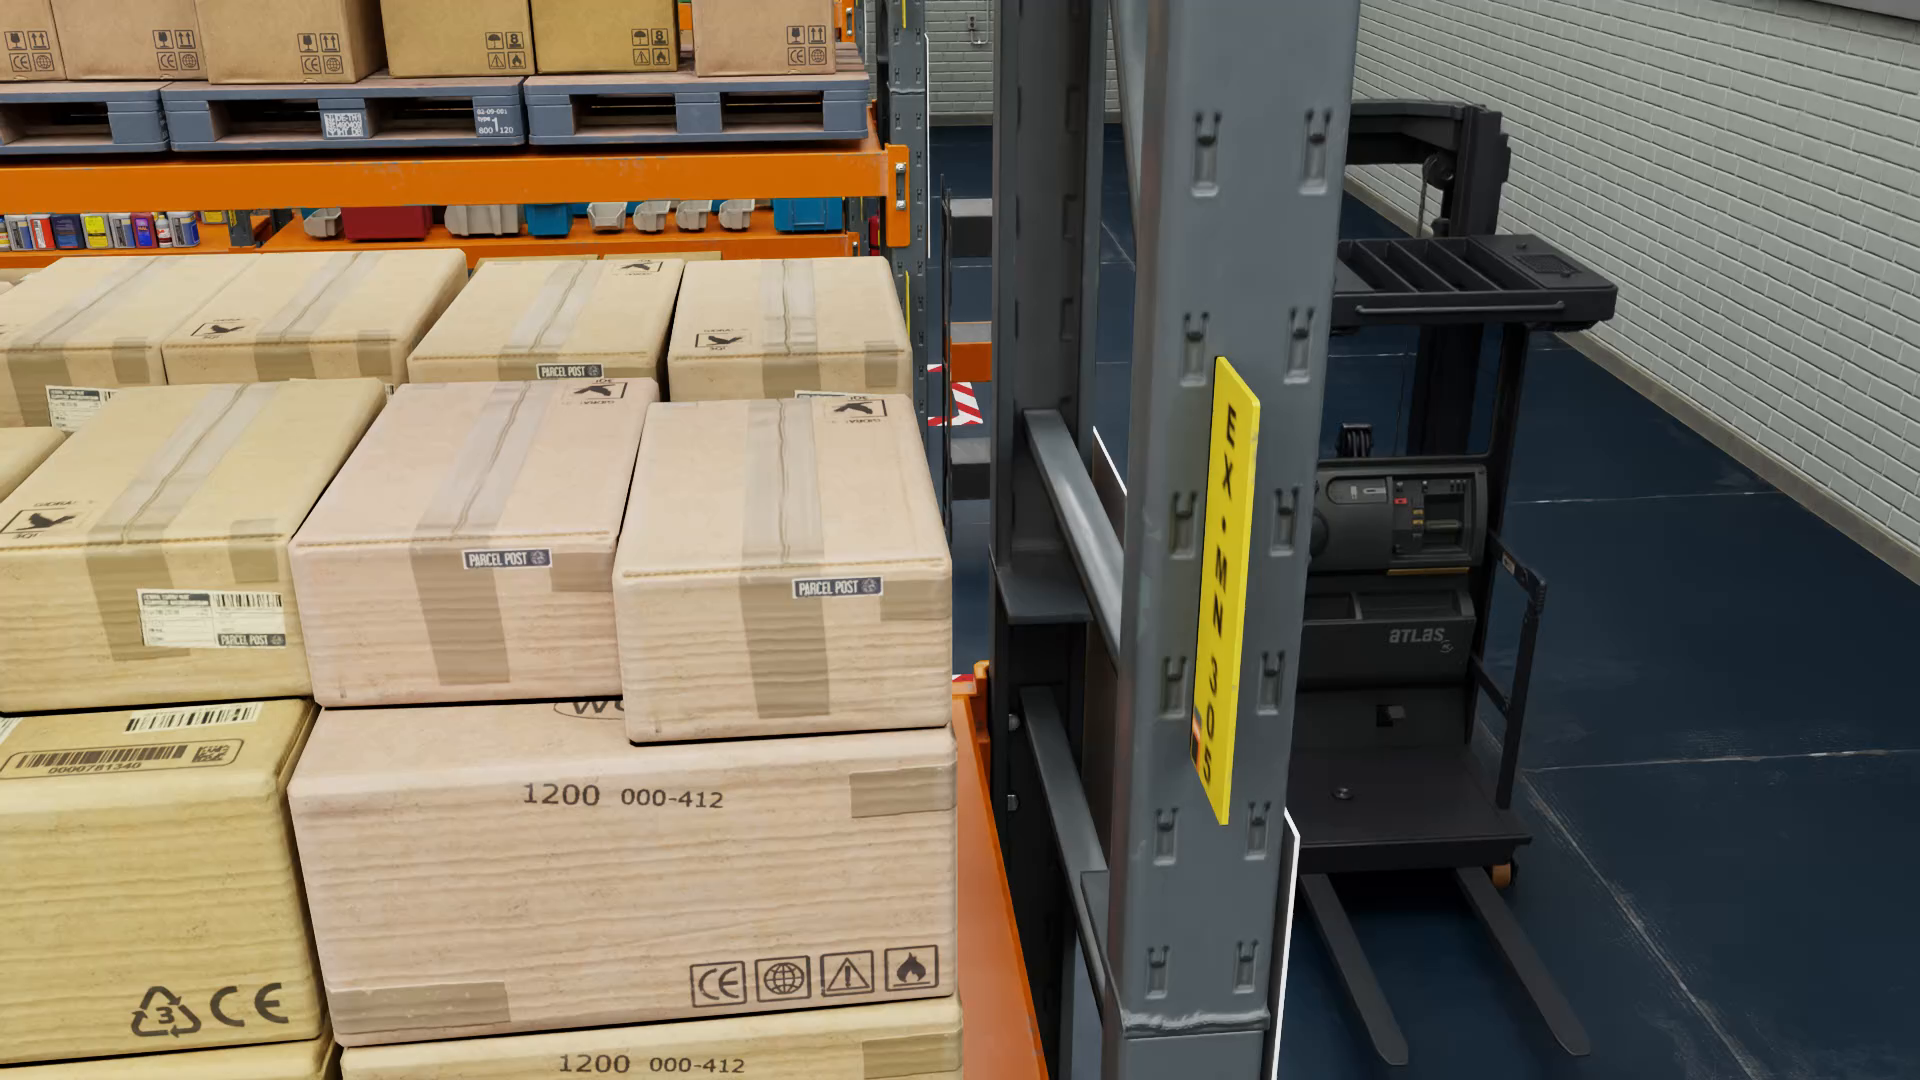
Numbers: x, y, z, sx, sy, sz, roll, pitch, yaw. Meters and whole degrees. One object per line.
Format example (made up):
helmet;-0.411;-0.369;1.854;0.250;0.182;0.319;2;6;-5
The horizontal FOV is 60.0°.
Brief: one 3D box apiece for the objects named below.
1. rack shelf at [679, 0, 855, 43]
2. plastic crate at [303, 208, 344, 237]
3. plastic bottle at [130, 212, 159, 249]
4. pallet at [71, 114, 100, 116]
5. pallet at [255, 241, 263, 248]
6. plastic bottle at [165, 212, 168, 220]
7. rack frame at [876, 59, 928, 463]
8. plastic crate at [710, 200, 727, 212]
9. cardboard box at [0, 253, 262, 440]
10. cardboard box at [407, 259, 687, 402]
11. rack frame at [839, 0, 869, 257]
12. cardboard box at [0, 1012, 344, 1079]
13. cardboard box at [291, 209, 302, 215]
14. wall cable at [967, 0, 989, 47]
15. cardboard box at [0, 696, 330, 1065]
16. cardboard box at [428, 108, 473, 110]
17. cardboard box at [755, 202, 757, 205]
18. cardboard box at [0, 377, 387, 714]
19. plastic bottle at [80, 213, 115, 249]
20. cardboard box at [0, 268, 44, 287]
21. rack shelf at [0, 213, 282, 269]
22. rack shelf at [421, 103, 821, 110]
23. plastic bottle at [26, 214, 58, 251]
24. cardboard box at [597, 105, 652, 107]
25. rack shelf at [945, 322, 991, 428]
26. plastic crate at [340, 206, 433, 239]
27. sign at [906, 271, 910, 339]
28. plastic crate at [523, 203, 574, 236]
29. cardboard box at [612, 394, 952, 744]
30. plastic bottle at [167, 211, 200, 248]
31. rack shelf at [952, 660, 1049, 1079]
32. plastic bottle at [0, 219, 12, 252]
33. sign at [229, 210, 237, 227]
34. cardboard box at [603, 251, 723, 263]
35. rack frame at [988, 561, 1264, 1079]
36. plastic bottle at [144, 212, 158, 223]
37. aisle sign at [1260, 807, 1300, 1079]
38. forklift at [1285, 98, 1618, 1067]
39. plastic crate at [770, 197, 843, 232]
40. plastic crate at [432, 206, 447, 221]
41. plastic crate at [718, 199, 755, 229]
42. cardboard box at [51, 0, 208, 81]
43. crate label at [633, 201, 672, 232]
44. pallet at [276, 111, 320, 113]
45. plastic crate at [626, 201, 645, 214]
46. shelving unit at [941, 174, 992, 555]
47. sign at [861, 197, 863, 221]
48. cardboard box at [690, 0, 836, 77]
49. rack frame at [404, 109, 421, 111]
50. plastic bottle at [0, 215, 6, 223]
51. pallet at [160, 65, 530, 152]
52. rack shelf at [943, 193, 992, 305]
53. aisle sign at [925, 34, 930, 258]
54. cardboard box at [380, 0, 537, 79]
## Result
rack shelf;-2.712;-3.383;10.861;4.000;0.370;1.077;-2;24;-5
plastic crate;-4.225;-2.129;11.097;0.243;0.136;0.396;-2;24;-5
plastic bottle;-5.288;-2.034;10.776;0.133;0.283;0.061;-2;24;-5
pallet;-8.498;-4.072;15.453;1.003;0.211;1.213;-2;24;-5
pallet;-7.208;-2.891;15.996;1.213;0.211;1.003;-2;24;-5
plastic bottle;-5.452;-2.339;11.478;0.097;0.271;0.097;0;24;0
rack frame;-0.235;-0.419;6.999;0.127;3.000;1.000;-2;24;-5
plastic crate;-1.655;-2.469;11.743;0.300;0.233;0.416;-2;24;-5
cardboard box;-0.967;-0.208;1.911;0.250;0.149;0.380;-2;24;-4
cardboard box;-0.448;-0.199;1.890;0.250;0.149;0.380;-1;24;-3
rack frame;-0.722;-2.421;11.503;0.127;3.000;1.000;-2;24;-5
cardboard box;-0.782;0.436;1.567;0.500;0.250;0.500;-2;24;-5
cardboard box;-6.141;-3.170;15.726;0.500;0.500;0.500;-2;24;-5
wall cable;-0.514;-7.323;21.282;1.851;1.984;0.084;-2;24;-5
cardboard box;-0.790;0.201;1.480;0.500;0.250;0.500;-3;24;-7
cardboard box;-4.651;-4.219;15.427;0.500;0.500;0.500;-2;24;-4
cardboard box;-2.271;-3.441;16.642;0.500;0.250;0.500;-2;24;-5
cardboard box;-0.660;-0.010;1.465;0.250;0.149;0.380;-3;24;-7
plastic bottle;-5.585;-2.070;10.774;0.185;0.351;0.144;-2;24;-5
cardboard box;-3.784;-0.796;6.742;0.500;0.500;0.500;-2;24;-4
rack shelf;-6.693;-1.853;11.111;4.000;0.370;1.077;-2;24;-5
rack shelf;-3.195;-4.015;15.975;4.000;0.370;1.077;-2;24;-5
plastic bottle;-5.928;-2.023;10.762;0.135;0.276;0.152;-2;24;-5
cardboard box;-3.138;-4.281;15.565;0.500;0.500;0.500;-3;24;-6
rack shelf;0.165;-0.954;9.344;0.480;0.518;0.431;-2;24;-5
plastic crate;-3.789;-2.252;10.971;0.583;0.464;0.402;-2;24;-5
sign;-0.195;-0.836;6.221;0.005;0.325;0.100;-2;24;-5
plastic crate;-2.740;-2.186;11.108;0.300;0.233;0.416;-2;24;-5
cardboard box;-0.150;0.009;1.421;0.250;0.149;0.380;-3;24;-6
plastic bottle;-5.063;-2.058;10.840;0.135;0.276;0.152;-2;24;-5
rack shelf;-1.838;0.628;1.837;4.000;0.370;1.077;-2;24;-5
plastic bottle;-6.175;-1.968;10.730;0.097;0.201;0.097;0;24;0
sign;-4.650;-2.165;10.588;0.005;0.325;0.100;-2;24;-5
cardboard box;-1.237;-0.899;6.975;0.500;0.500;0.500;-3;24;-6
rack frame;0.152;1.590;2.480;0.127;3.000;1.000;-2;24;-5
plastic bottle;-5.534;-2.242;11.345;0.097;0.201;0.097;0;24;0
aisle sign;0.254;0.520;1.686;0.004;0.787;0.394;-2;24;-5
forklift;1.610;-0.059;6.275;1.130;2.935;3.031;-2;24;-4
plastic crate;-1.037;-2.376;11.284;0.499;0.435;0.616;-2;24;-5
plastic crate;-3.615;-2.316;11.533;0.590;0.125;0.437;-2;24;-5
plastic crate;-1.515;-2.222;11.307;0.243;0.136;0.396;-2;24;-5
cardboard box;-2.907;-1.988;6.074;0.500;0.500;0.700;-1;24;-2
crate label;-2.080;-2.195;11.247;0.243;0.136;0.396;-2;24;-5
pallet;-5.991;-4.188;15.715;1.213;0.211;1.003;-2;24;-5
plastic crate;-2.310;-2.442;11.684;0.300;0.233;0.416;-2;24;-5
shelving unit;0.165;-0.966;9.338;0.503;2.100;0.431;-2;24;-5
sign;-0.651;-2.274;10.972;0.005;0.325;0.100;-2;24;-5
cardboard box;-0.747;-2.030;6.169;0.500;0.500;0.700;-4;24;-8
rack frame;-5.185;-4.263;15.649;0.127;3.000;1.000;-2;24;-5
plastic bottle;-6.568;-2.294;11.377;0.097;0.271;0.097;0;24;0
pallet;-2.189;-1.665;6.220;1.213;0.211;1.003;-2;24;-5
rack shelf;0.165;-1.593;9.060;0.480;0.518;0.431;-2;24;-5
aisle sign;-0.134;-1.488;6.205;0.004;0.787;0.394;-2;24;-5
cardboard box;-1.829;-2.016;6.137;0.500;0.500;0.700;-4;24;-9
